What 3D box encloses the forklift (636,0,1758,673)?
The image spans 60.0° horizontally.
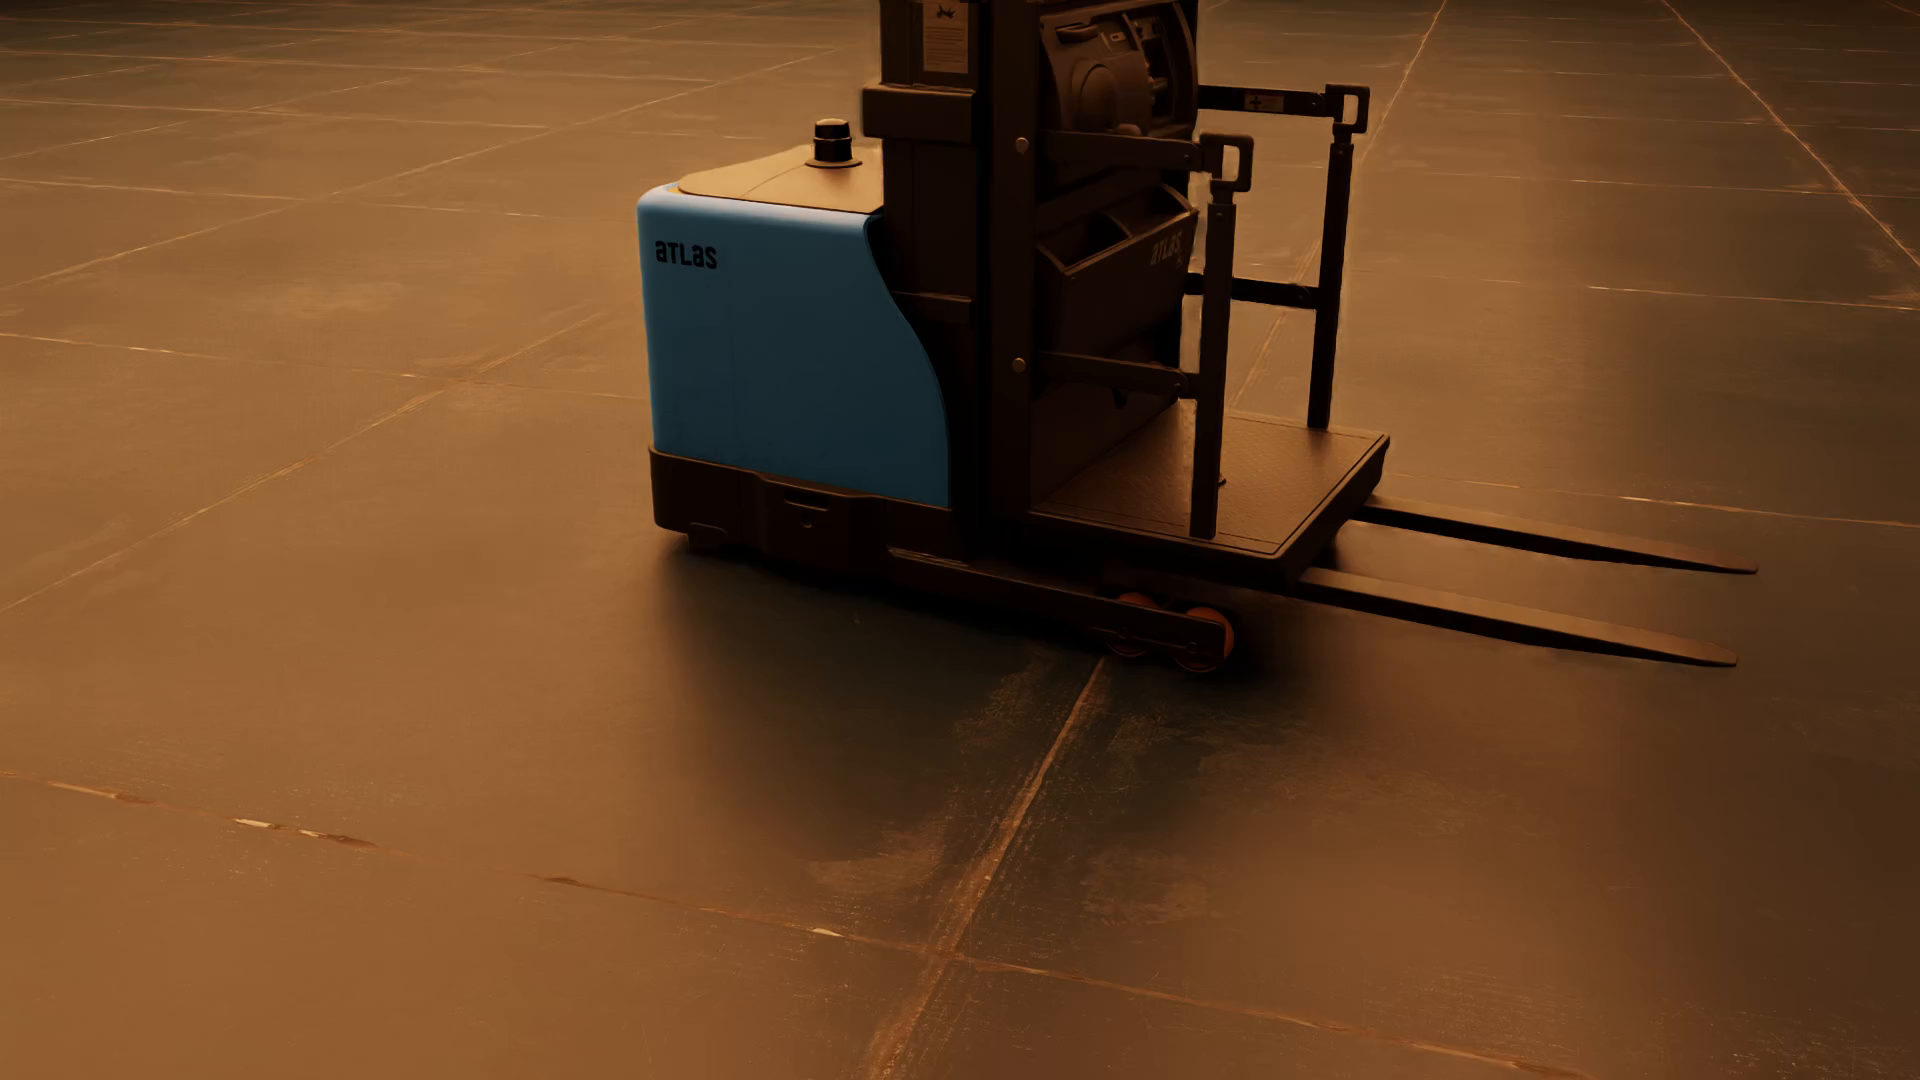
[{"bbox_3d":[0.609,-1.243,4.291,3.031,2.935,1.130,11,25,26],"label":"forklift"}]
